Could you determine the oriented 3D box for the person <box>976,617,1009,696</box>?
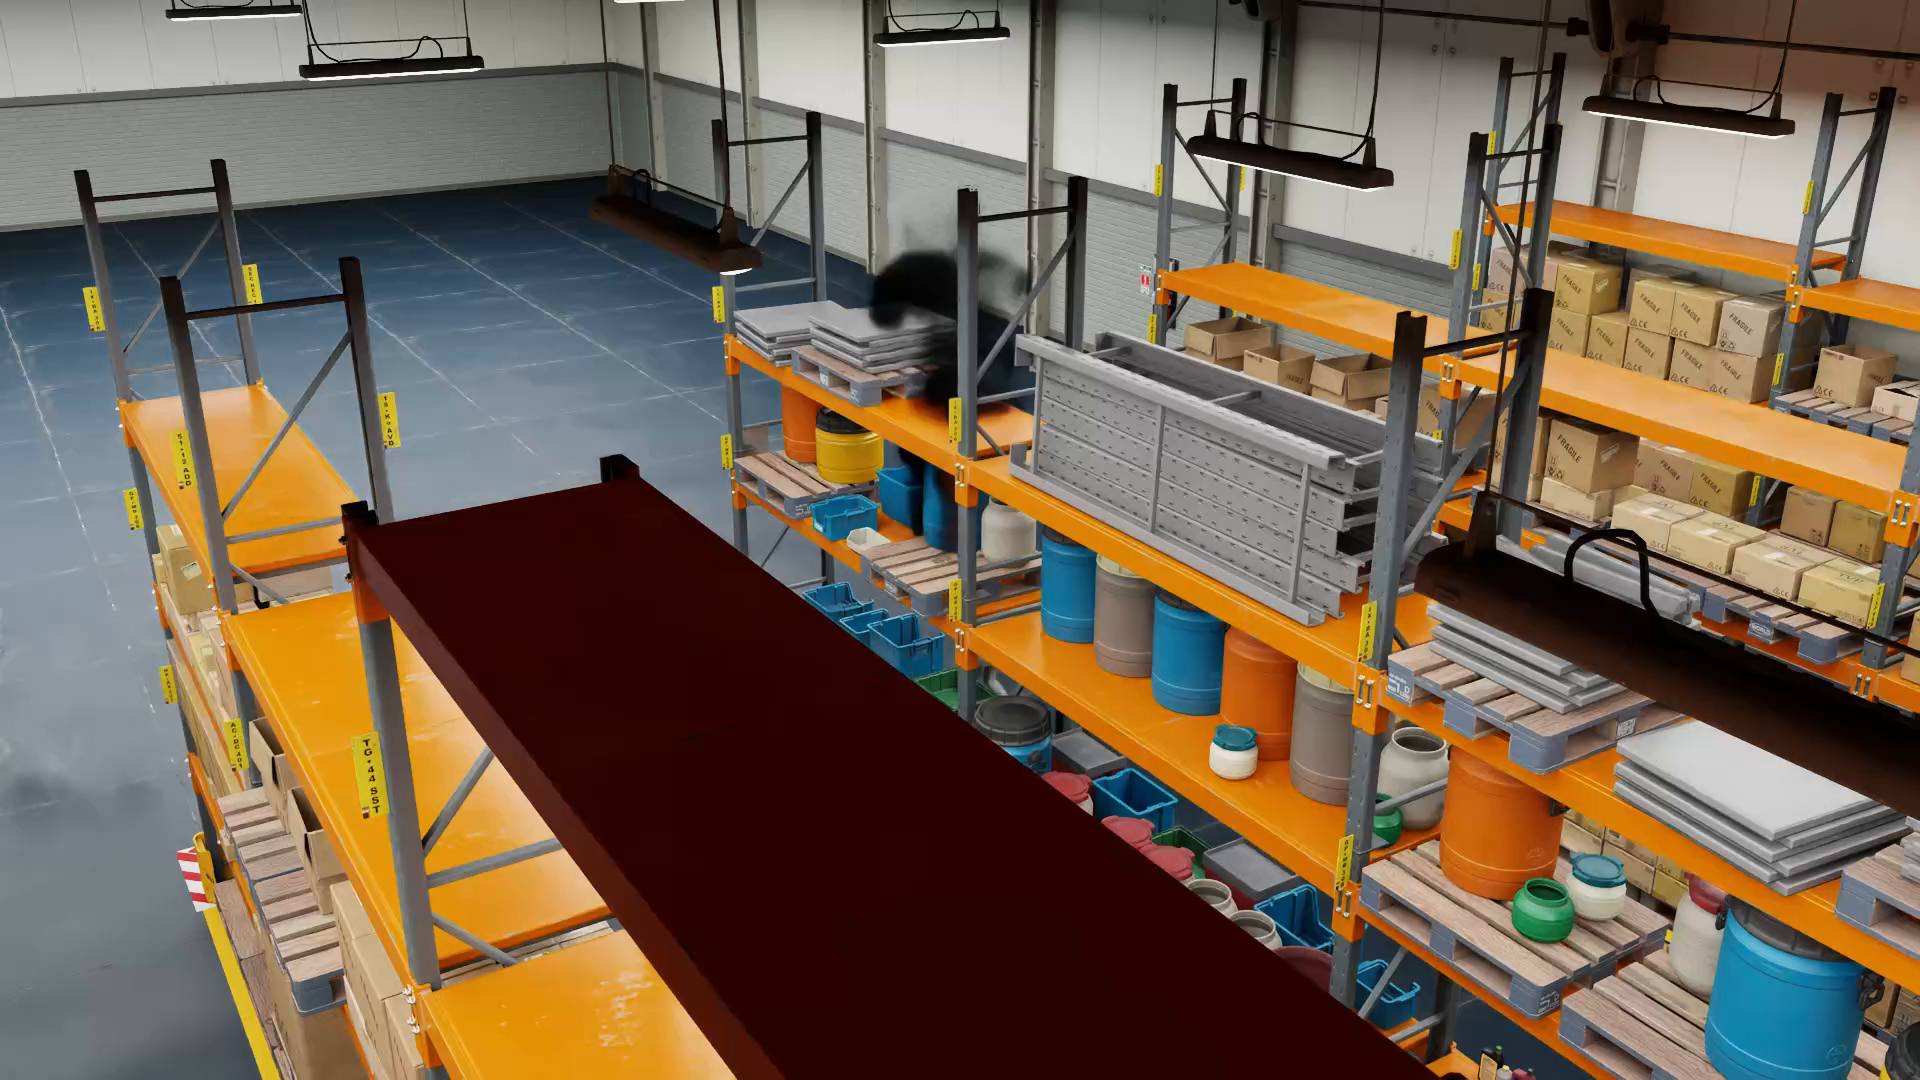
[{"bbox_3d":[0.289,1.146,16.445,0.544,1.566,0.675,-16,27,-35],"label":"person"}]
